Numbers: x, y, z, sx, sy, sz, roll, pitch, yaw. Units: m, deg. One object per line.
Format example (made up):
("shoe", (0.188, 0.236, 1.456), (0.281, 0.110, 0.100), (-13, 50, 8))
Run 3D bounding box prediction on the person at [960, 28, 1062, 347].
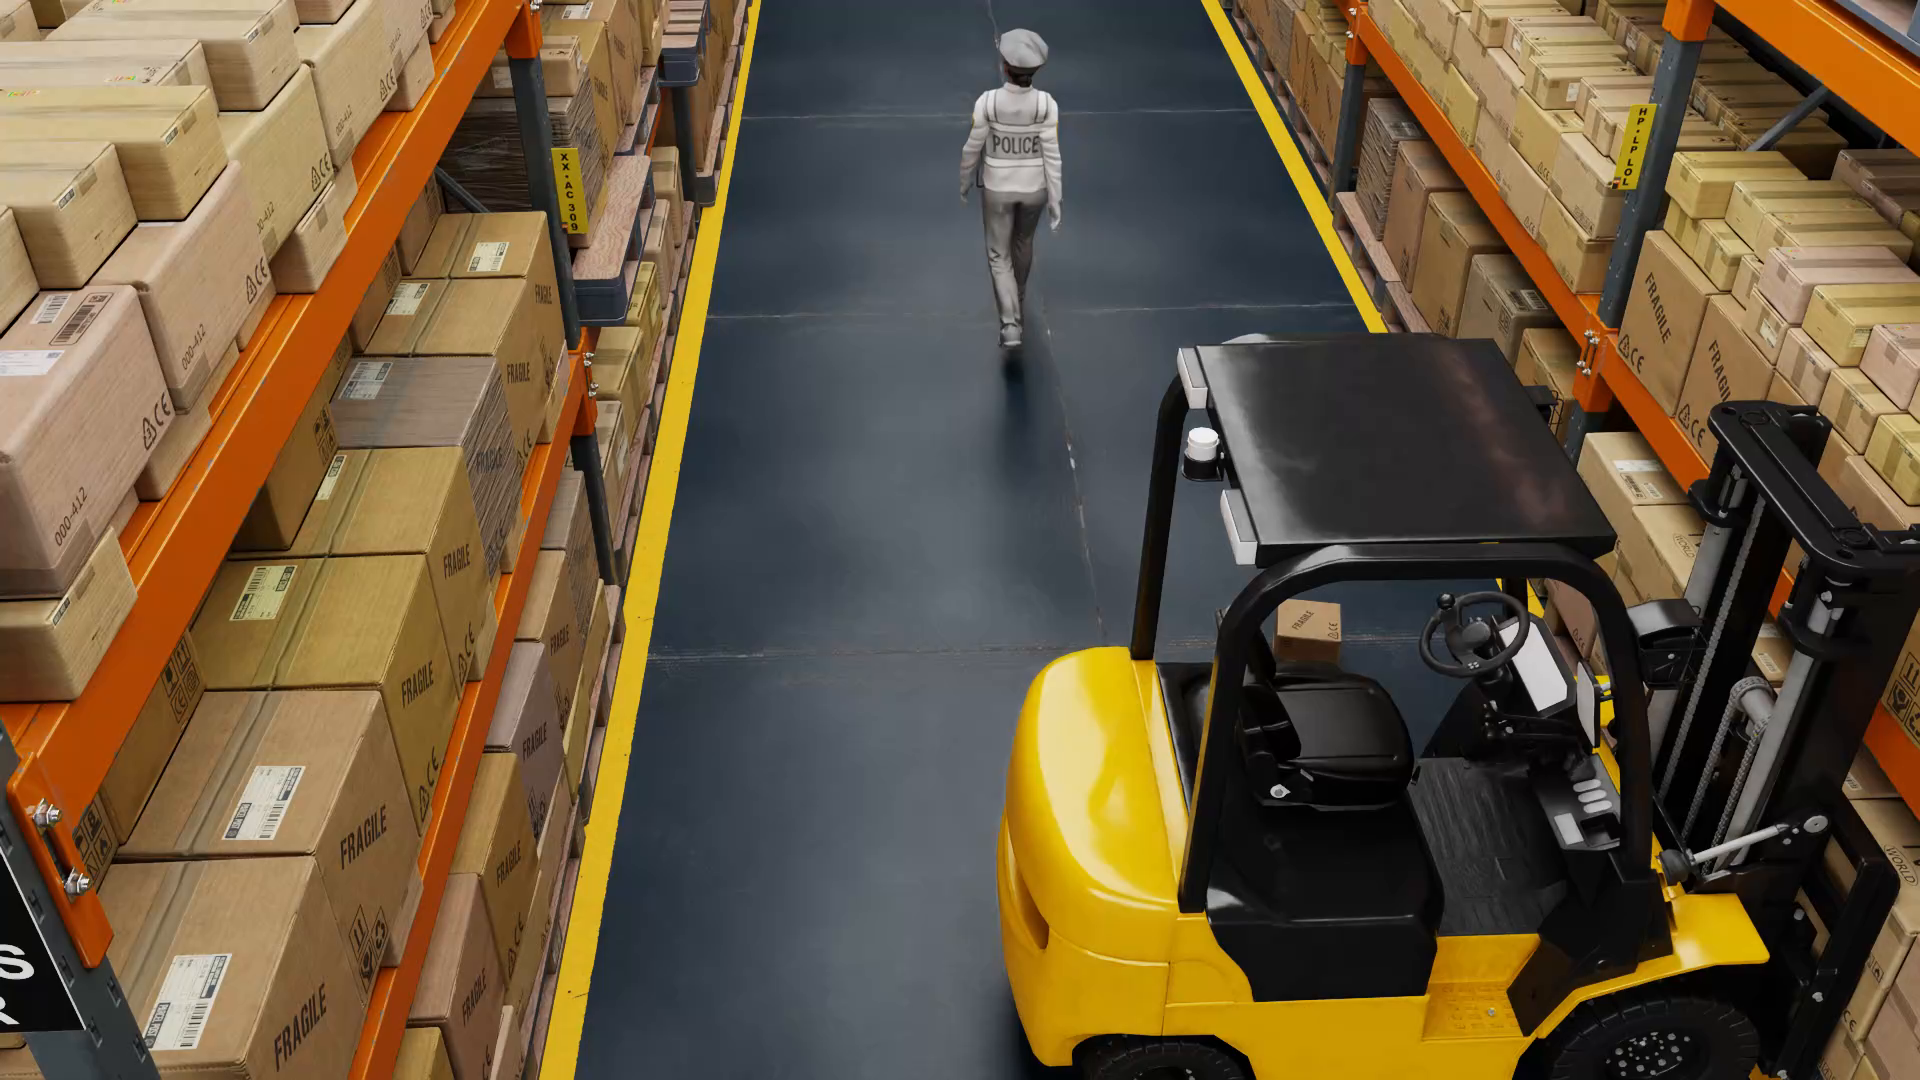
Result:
("person", (0.264, -1.849, 8.710), (0.510, 1.645, 0.973), (-4, 36, -6))
